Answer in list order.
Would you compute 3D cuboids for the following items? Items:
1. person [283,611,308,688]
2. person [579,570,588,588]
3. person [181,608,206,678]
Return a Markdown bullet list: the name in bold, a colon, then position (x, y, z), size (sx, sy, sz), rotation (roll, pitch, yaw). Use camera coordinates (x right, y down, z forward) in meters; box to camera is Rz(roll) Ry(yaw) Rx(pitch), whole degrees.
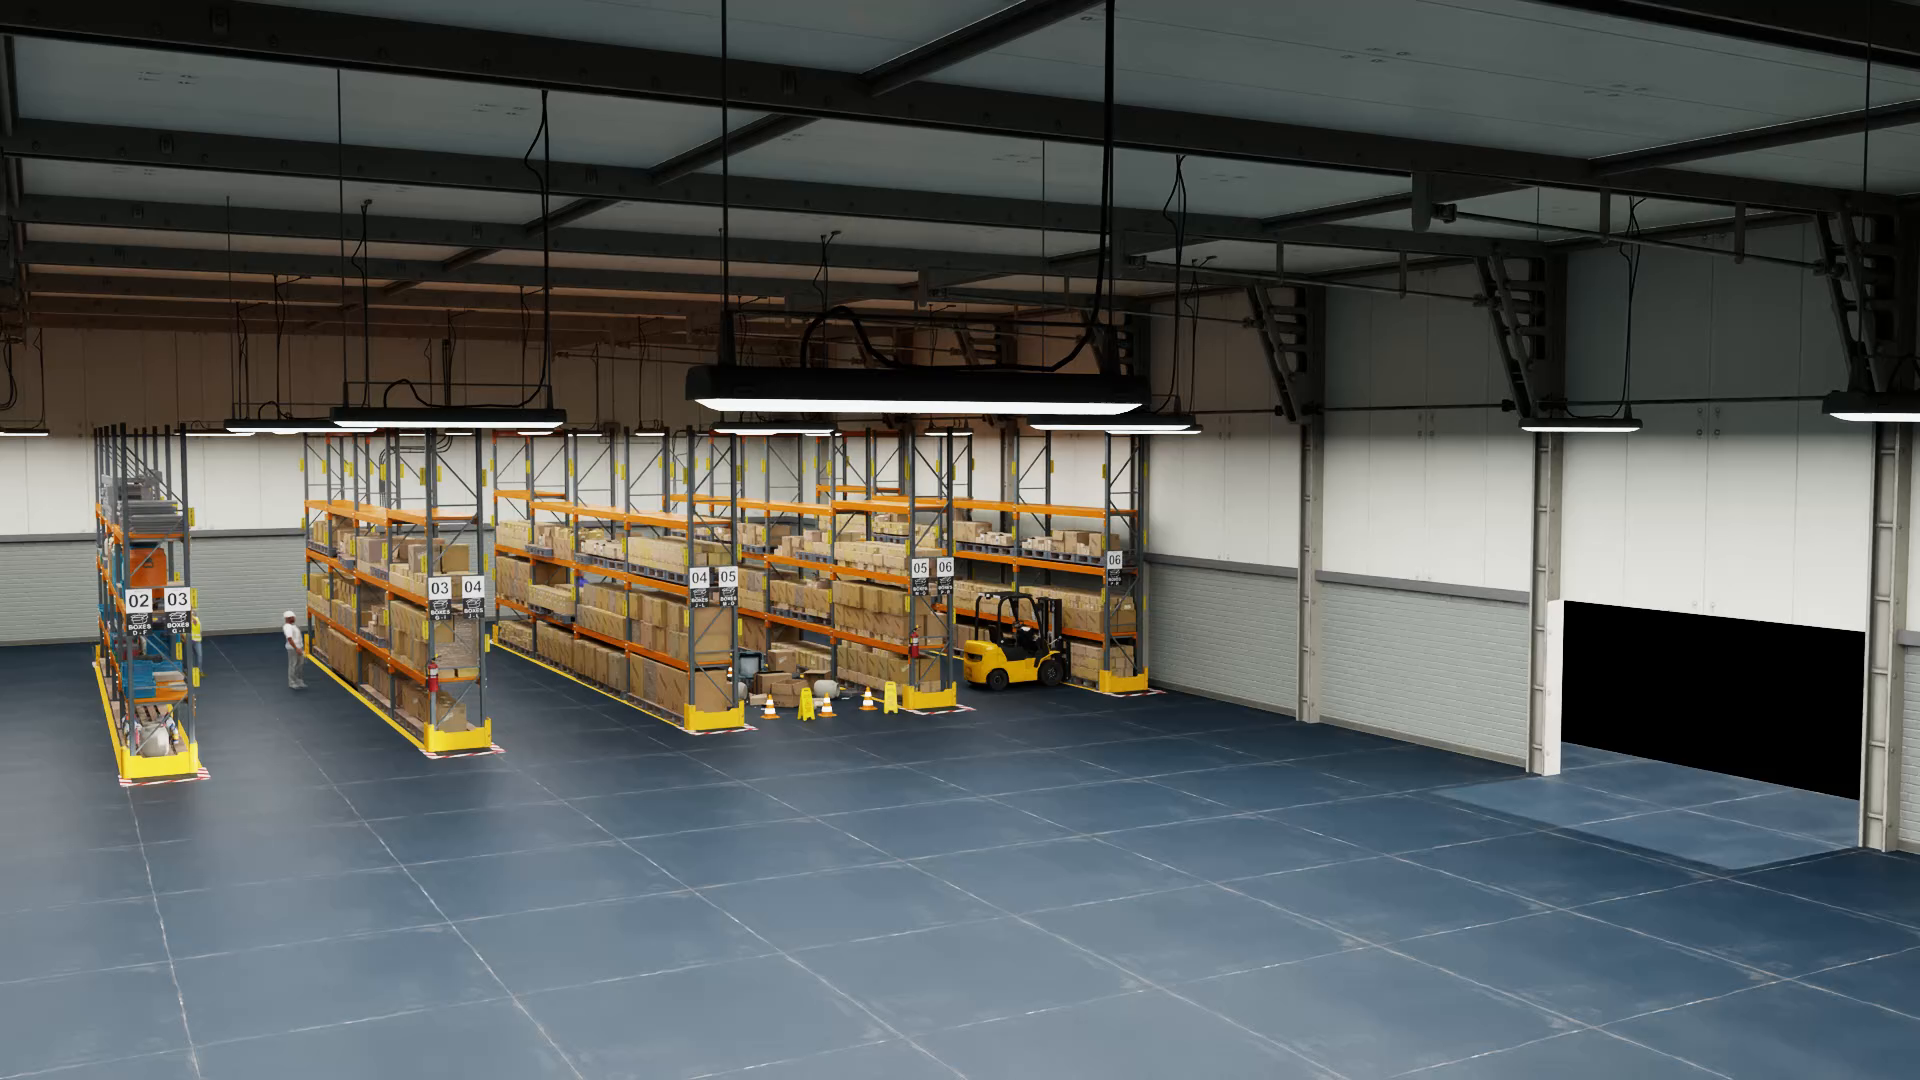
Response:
- **person**: position (-15.314, 2.533, 38.350), size (0.609, 1.794, 0.657), rotation (1, 4, 13)
- **person**: position (-11.779, 1.759, 51.863), size (0.522, 1.616, 0.931), rotation (-1, 4, -19)
- **person**: position (-18.447, 2.442, 39.891), size (0.510, 1.730, 0.992), rotation (-3, 4, -40)
